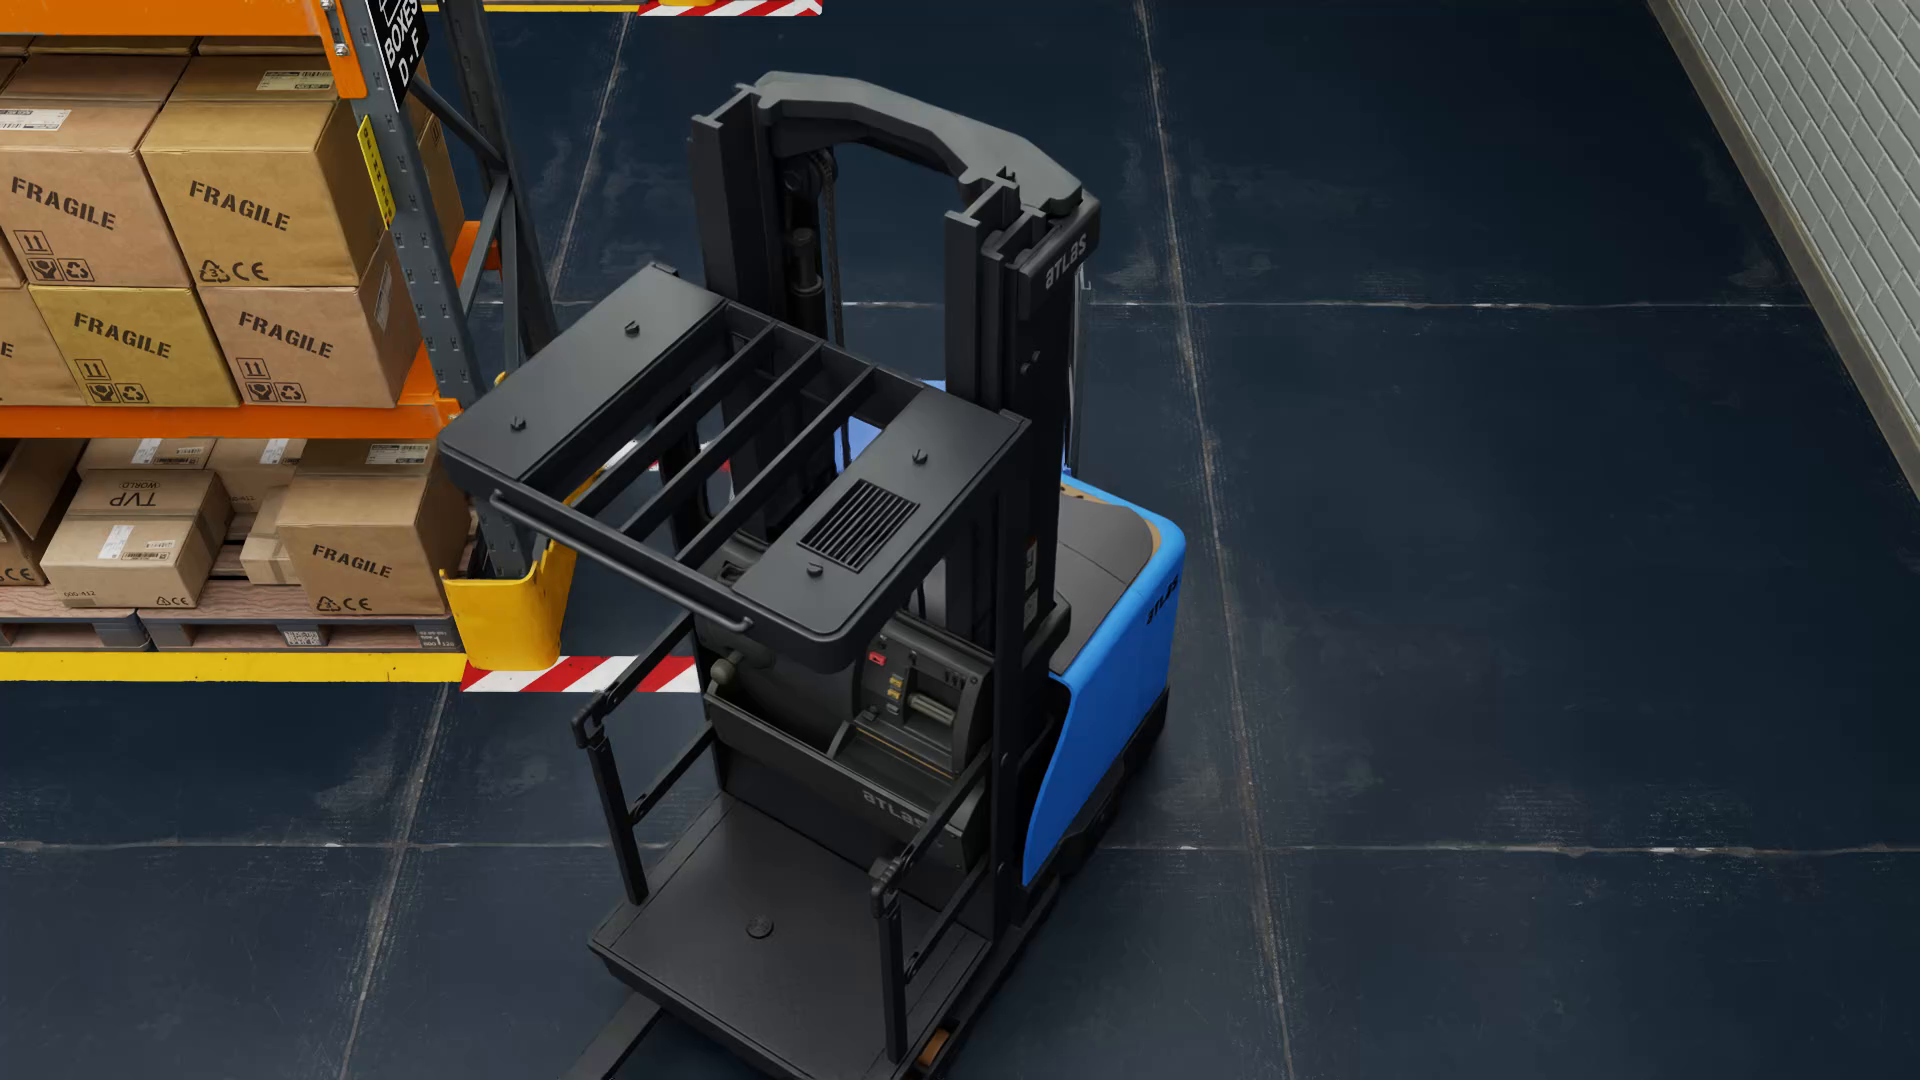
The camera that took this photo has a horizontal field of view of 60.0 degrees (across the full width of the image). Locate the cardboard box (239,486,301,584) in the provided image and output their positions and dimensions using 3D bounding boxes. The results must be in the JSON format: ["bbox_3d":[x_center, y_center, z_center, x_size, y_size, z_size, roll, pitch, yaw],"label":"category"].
[{"bbox_3d":[-2.591,-0.023,6.438,0.250,0.166,0.380,0,47,0],"label":"cardboard box"}]

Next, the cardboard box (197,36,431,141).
[{"bbox_3d":[-2.084,-1.519,5.444,0.500,0.500,0.500,1,47,1],"label":"cardboard box"}]

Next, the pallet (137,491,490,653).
[{"bbox_3d":[-2.515,-0.002,6.688,1.213,0.211,1.003,0,47,0],"label":"pallet"}]

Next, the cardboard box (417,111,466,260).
[{"bbox_3d":[-2.084,-1.178,5.810,0.500,0.500,0.500,1,47,1],"label":"cardboard box"}]

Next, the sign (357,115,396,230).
[{"bbox_3d":[-1.664,-1.046,4.748,0.005,0.325,0.100,0,47,0],"label":"sign"}]

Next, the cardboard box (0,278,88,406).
[{"bbox_3d":[-3.108,-0.790,5.449,0.500,0.500,0.500,0,47,0],"label":"cardboard box"}]

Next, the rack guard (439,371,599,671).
[{"bbox_3d":[-1.717,-0.099,6.581,0.348,0.500,1.175,0,47,0],"label":"rack guard"}]

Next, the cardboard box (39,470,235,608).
[{"bbox_3d":[-3.136,-0.009,6.368,0.500,0.250,0.500,0,47,0],"label":"cardboard box"}]

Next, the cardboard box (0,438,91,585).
[{"bbox_3d":[-3.763,-0.259,6.427,0.637,0.503,0.797,0,47,0],"label":"cardboard box"}]

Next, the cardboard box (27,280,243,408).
[{"bbox_3d":[-2.609,-0.785,5.444,0.500,0.500,0.500,1,47,0],"label":"cardboard box"}]

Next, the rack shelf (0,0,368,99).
[{"bbox_3d":[-3.641,-1.732,4.836,4.000,0.370,1.077,0,47,0],"label":"rack shelf"}]

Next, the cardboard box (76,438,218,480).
[{"bbox_3d":[-3.184,-0.375,6.708,0.500,0.250,0.500,0,47,0],"label":"cardboard box"}]

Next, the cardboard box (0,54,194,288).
[{"bbox_3d":[-2.593,-1.125,5.078,0.500,0.500,0.500,1,47,1],"label":"cardboard box"}]

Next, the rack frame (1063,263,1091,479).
[{"bbox_3d":[0.423,-0.510,6.281,0.032,1.500,0.500,0,47,0],"label":"rack frame"}]

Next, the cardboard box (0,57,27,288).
[{"bbox_3d":[-3.111,-1.123,5.076,0.500,0.500,0.500,1,47,1],"label":"cardboard box"}]

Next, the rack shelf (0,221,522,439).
[{"bbox_3d":[-3.641,-0.710,5.934,4.000,0.370,1.077,0,47,0],"label":"rack shelf"}]

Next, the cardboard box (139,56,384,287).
[{"bbox_3d":[-2.088,-1.125,5.077,0.500,0.500,0.500,0,47,0],"label":"cardboard box"}]

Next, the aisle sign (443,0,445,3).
[{"bbox_3d":[-1.572,-2.051,4.914,0.004,0.787,0.394,0,47,0],"label":"aisle sign"}]

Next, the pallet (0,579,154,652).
[{"bbox_3d":[-3.732,-0.007,6.693,1.213,0.211,1.003,0,47,0],"label":"pallet"}]

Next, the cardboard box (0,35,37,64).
[{"bbox_3d":[-3.107,-1.520,5.445,0.500,0.500,0.500,1,47,1],"label":"cardboard box"}]

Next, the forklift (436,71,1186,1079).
[{"bbox_3d":[-0.461,0.412,4.444,1.130,2.935,3.031,25,52,21],"label":"forklift"}]

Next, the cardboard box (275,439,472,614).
[{"bbox_3d":[-2.186,-0.069,6.253,0.500,0.500,0.500,0,47,0],"label":"cardboard box"}]

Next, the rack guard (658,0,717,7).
[{"bbox_3d":[-1.603,-3.724,9.956,0.348,0.500,1.175,0,47,0],"label":"rack guard"}]

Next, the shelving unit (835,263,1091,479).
[{"bbox_3d":[-0.085,-0.511,6.282,1.048,1.500,0.538,0,47,0],"label":"shelving unit"}]

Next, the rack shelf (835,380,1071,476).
[{"bbox_3d":[-0.085,-0.389,6.414,1.000,0.185,0.538,0,47,0],"label":"rack shelf"}]

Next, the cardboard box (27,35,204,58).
[{"bbox_3d":[-2.607,-1.515,5.440,0.500,0.500,0.500,1,47,1],"label":"cardboard box"}]

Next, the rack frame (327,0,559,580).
[{"bbox_3d":[-1.641,-0.950,5.666,0.127,3.000,1.000,0,47,0],"label":"rack frame"}]

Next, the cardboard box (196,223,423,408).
[{"bbox_3d":[-2.090,-0.786,5.445,0.500,0.500,0.500,1,47,1],"label":"cardboard box"}]

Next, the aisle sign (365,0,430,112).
[{"bbox_3d":[-1.574,-1.611,4.505,0.004,0.787,0.394,0,47,0],"label":"aisle sign"}]

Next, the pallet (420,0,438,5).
[{"bbox_3d":[-3.643,-3.576,10.015,1.213,0.211,1.003,0,47,0],"label":"pallet"}]

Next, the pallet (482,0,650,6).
[{"bbox_3d":[-2.427,-3.571,10.010,1.213,0.211,1.003,0,47,0],"label":"pallet"}]

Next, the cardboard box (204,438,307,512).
[{"bbox_3d":[-2.684,-0.374,6.707,0.500,0.250,0.500,0,47,0],"label":"cardboard box"}]
